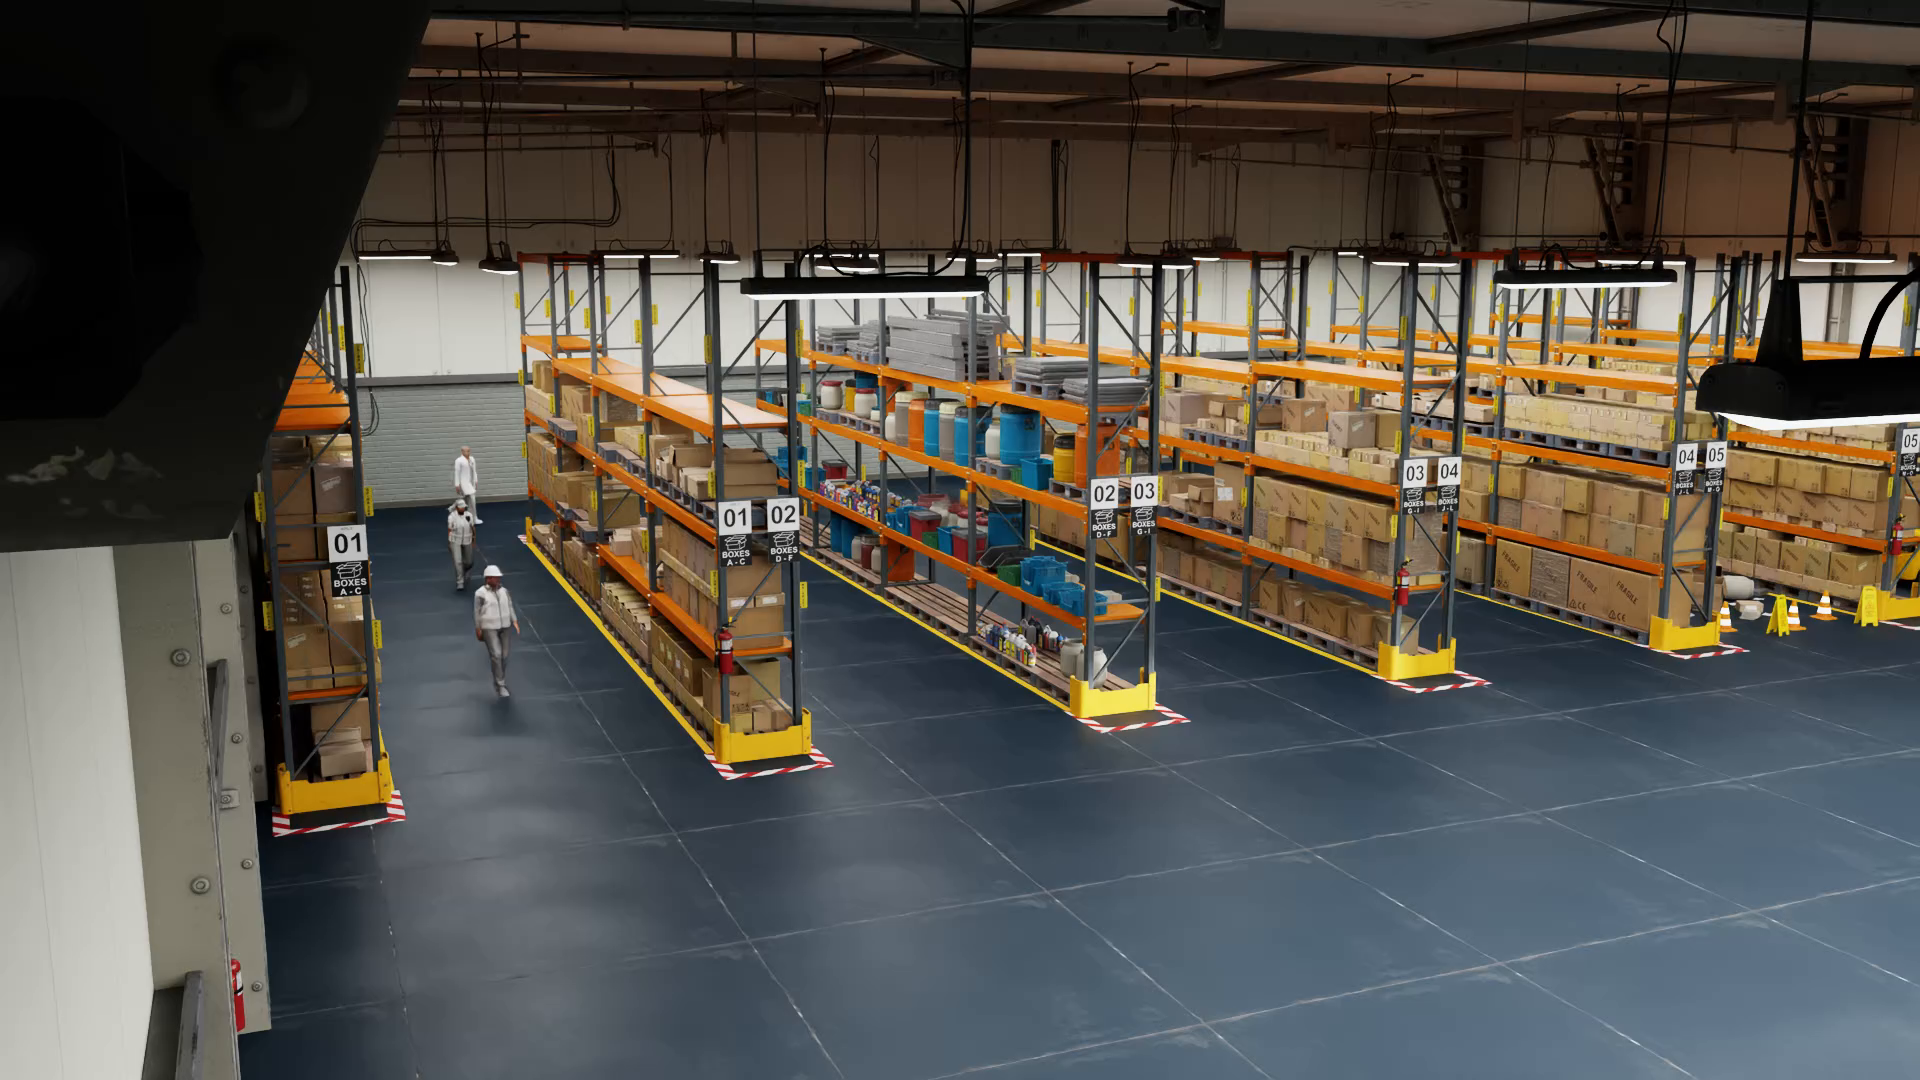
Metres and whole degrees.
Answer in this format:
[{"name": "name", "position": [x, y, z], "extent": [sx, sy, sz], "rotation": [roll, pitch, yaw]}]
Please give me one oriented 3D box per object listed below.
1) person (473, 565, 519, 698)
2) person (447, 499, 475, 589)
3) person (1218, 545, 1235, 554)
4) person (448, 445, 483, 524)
[{"name": "person", "position": [-6.422, 1.262, 23.306], "extent": [0.718, 1.778, 0.559], "rotation": [9, 14, 41]}, {"name": "person", "position": [-9.083, 0.029, 30.303], "extent": [0.484, 1.617, 0.838], "rotation": [-5, 11, -24]}, {"name": "person", "position": [5.150, -0.249, 32.043], "extent": [0.612, 1.574, 0.679], "rotation": [-2, 11, -13]}, {"name": "person", "position": [-10.982, -1.238, 36.857], "extent": [0.940, 1.750, 0.581], "rotation": [3, 11, 15]}]
